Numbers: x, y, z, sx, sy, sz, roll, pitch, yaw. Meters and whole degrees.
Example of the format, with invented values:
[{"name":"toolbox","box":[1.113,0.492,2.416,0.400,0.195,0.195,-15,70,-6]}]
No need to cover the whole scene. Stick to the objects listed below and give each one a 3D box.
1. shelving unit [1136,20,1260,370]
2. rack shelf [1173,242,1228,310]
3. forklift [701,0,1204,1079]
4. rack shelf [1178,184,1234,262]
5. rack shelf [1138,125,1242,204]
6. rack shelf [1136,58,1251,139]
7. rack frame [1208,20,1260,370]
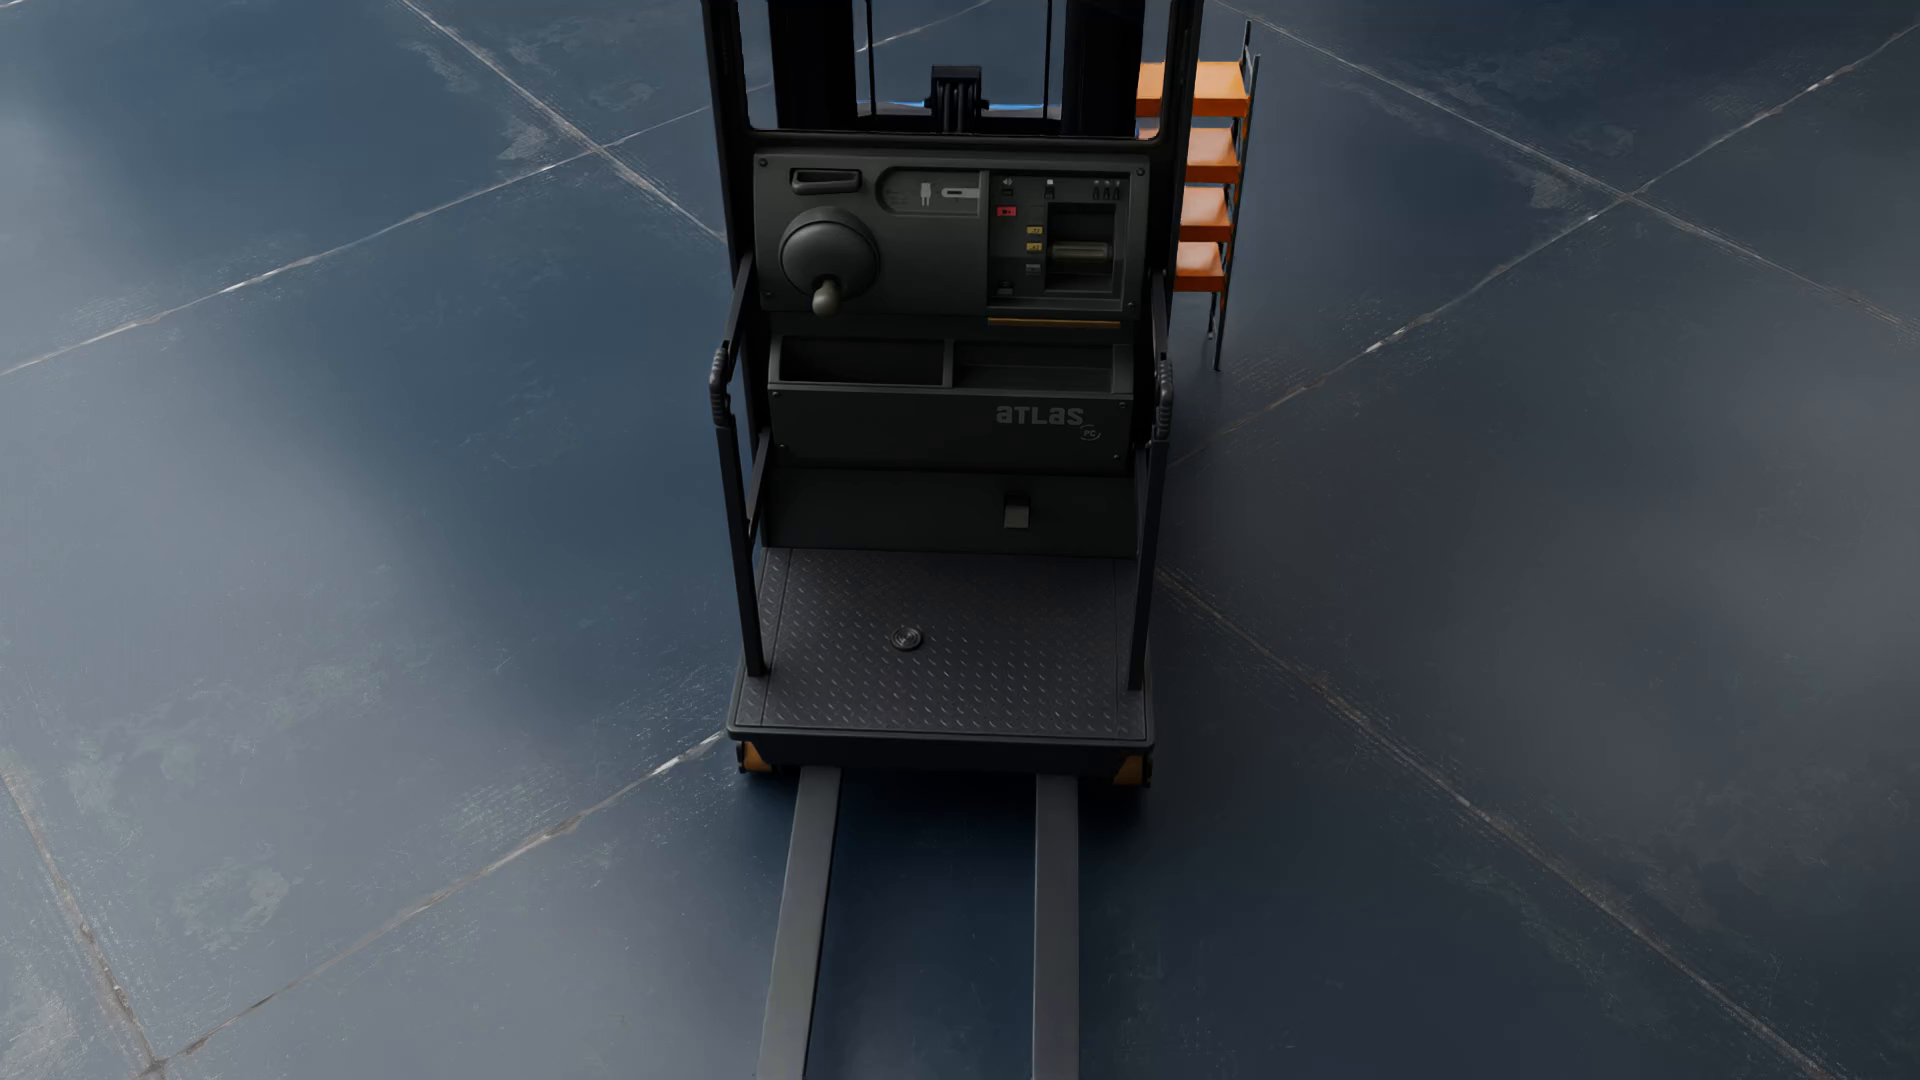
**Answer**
[{"name":"shelving unit","box":[0.665,-1.123,5.569,0.503,1.200,0.258,1,43,1]},{"name":"rack shelf","box":[0.665,-0.929,5.751,0.480,0.148,0.258,1,43,1]},{"name":"forklift","box":[-0.030,-0.631,3.781,1.130,2.935,3.031,2,43,2]},{"name":"rack shelf","box":[0.665,-1.074,5.616,0.480,0.148,0.258,1,43,1]},{"name":"rack shelf","box":[0.665,-1.237,5.462,0.480,0.148,0.258,1,43,1]},{"name":"rack shelf","box":[0.665,-1.410,5.300,0.480,0.148,0.258,1,43,1]},{"name":"rack frame","box":[0.909,-1.121,5.567,0.015,1.200,0.240,1,43,1]}]
